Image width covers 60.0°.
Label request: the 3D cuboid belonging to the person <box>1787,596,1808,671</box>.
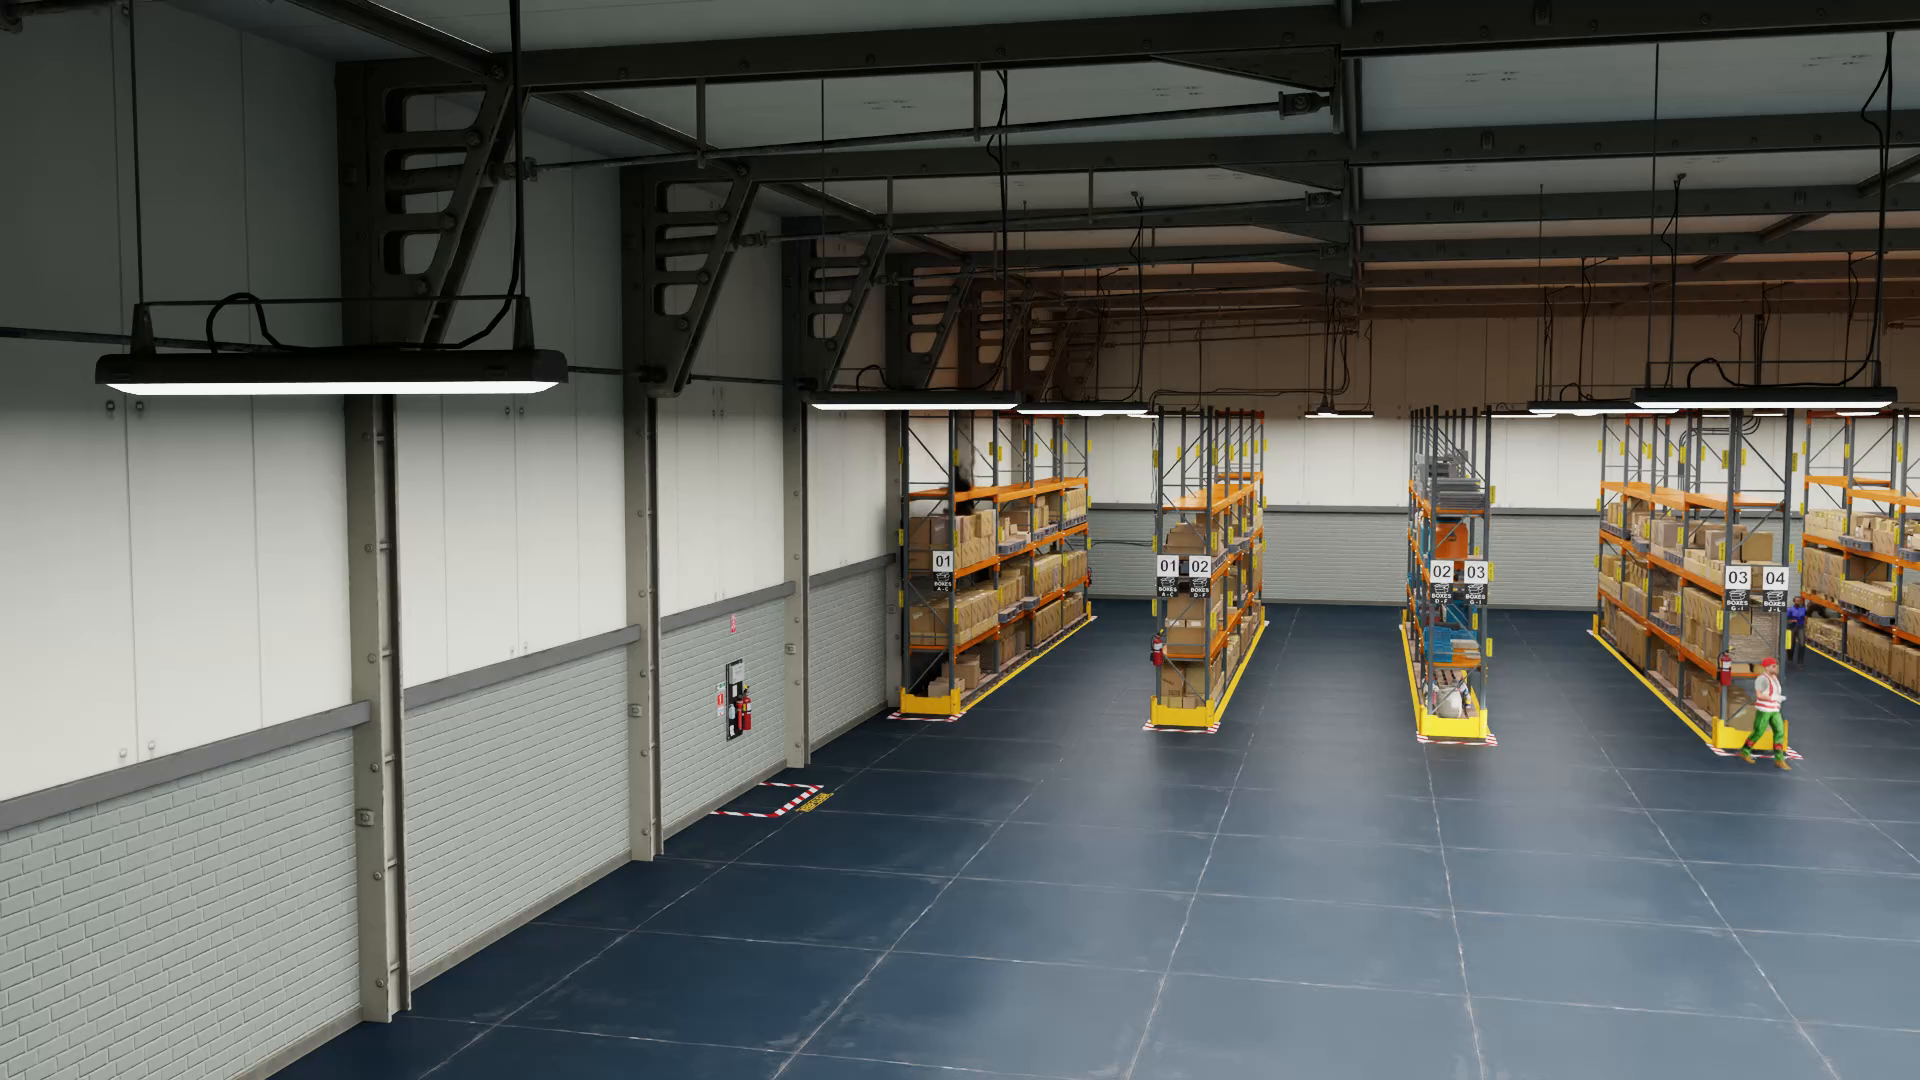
[{"bbox_3d":[19.315,2.148,38.428,0.567,1.719,0.766,1,4,16],"label":"person"}]

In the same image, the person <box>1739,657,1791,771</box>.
[{"bbox_3d":[13.323,2.790,27.401,0.665,1.718,0.818,-2,5,-30],"label":"person"}]

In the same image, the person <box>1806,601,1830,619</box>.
[{"bbox_3d":[22.924,1.635,44.514,0.766,1.745,1.003,-4,6,-44],"label":"person"}]

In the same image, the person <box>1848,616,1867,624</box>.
[{"bbox_3d":[23.882,1.768,44.226,1.027,1.634,0.694,1,4,18],"label":"person"}]
